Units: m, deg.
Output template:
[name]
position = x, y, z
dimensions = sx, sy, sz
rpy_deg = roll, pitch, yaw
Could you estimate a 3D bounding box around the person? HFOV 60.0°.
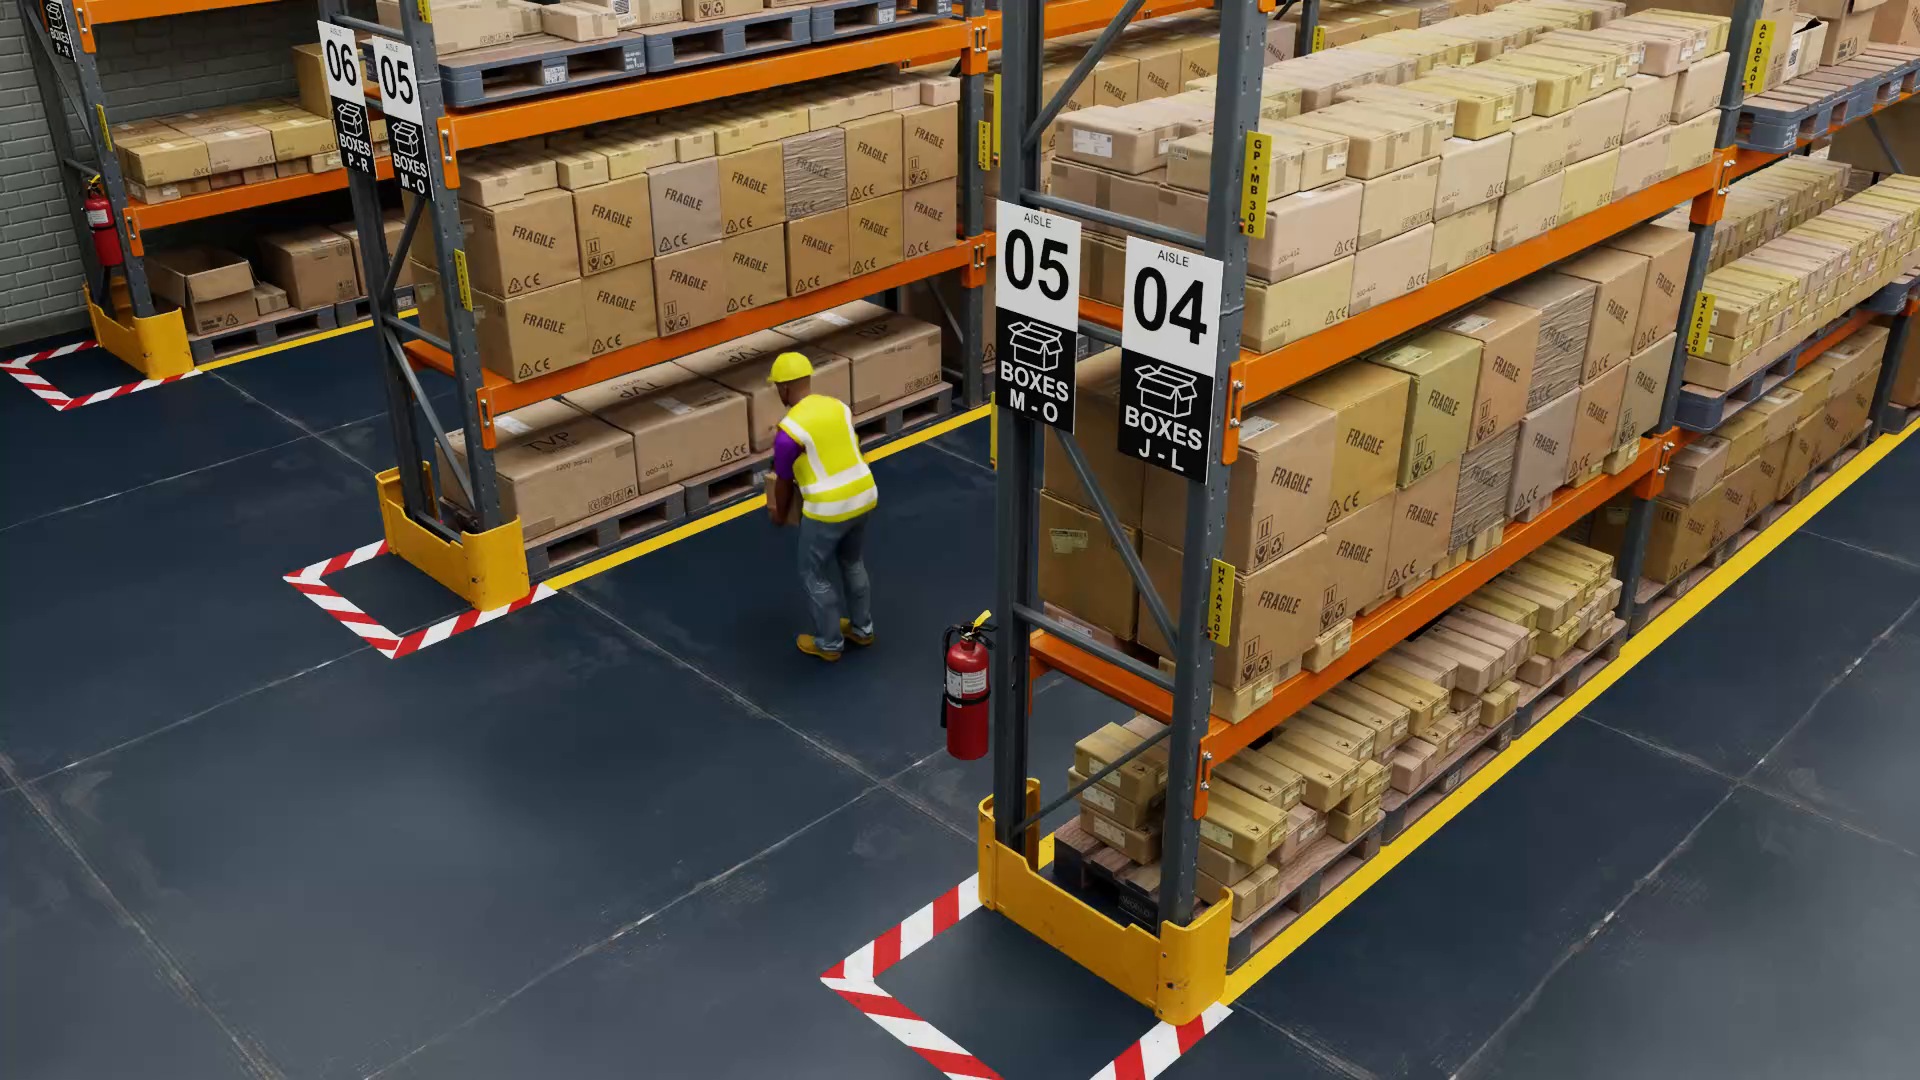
[person]
position = -0.769, -0.187, 9.029
dimensions = 0.636, 1.693, 0.488
rpy_deg = 24, 36, 38
